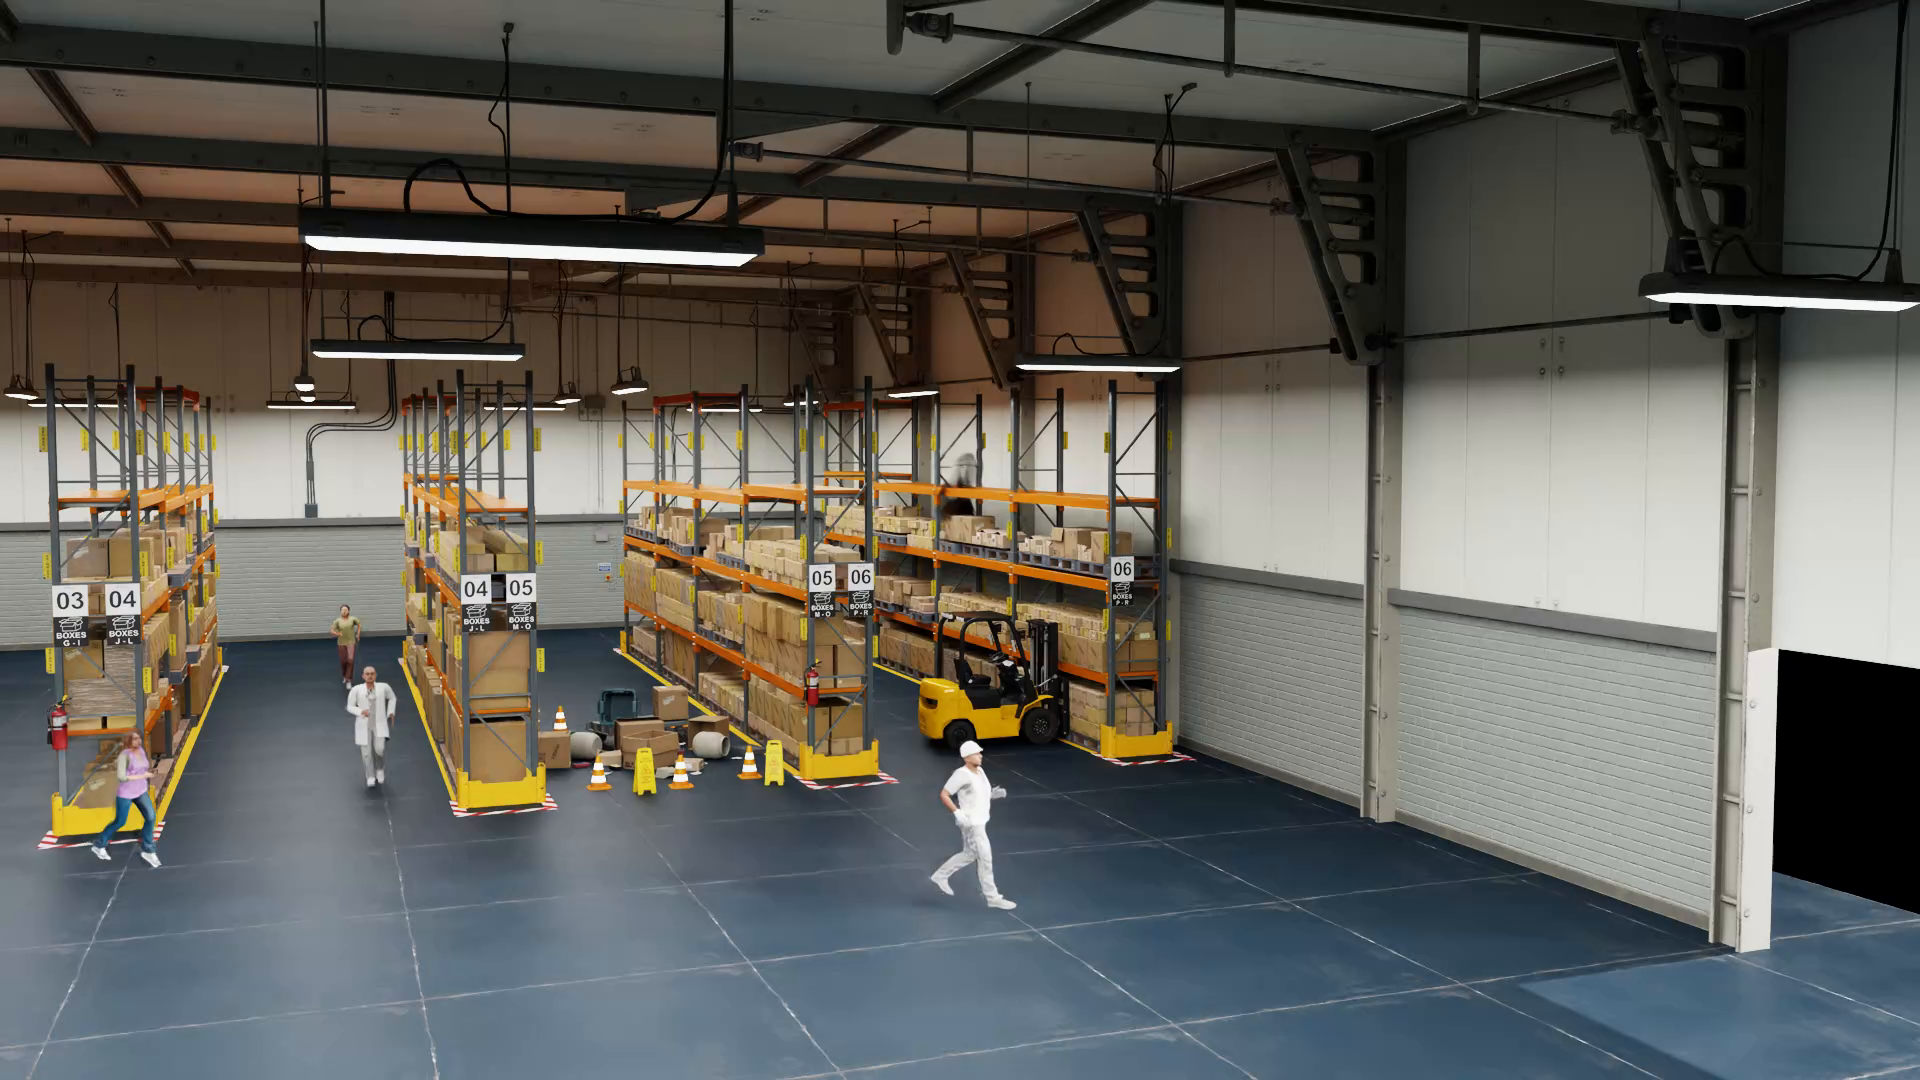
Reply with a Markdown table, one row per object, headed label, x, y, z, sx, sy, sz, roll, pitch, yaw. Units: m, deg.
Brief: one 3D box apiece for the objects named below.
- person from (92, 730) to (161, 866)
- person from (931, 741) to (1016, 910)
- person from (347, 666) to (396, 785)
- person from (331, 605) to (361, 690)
| label | x | y | z | sx | sy | sz | roll | pitch | yaw |
| --- | --- | --- | --- | --- | --- | --- | --- | --- | --- |
| person | -9.856 | 3.054 | 19.715 | 0.849 | 1.638 | 0.549 | 1 | 3 | 16 |
| person | 0.135 | 3.039 | 17.874 | 1.003 | 1.763 | 0.687 | 1 | 3 | 17 |
| person | -8.530 | 2.710 | 24.133 | 0.689 | 1.743 | 0.681 | -1 | 4 | -20 |
| person | -12.590 | 2.177 | 34.093 | 0.580 | 1.713 | 0.853 | -1 | 3 | -15 |
